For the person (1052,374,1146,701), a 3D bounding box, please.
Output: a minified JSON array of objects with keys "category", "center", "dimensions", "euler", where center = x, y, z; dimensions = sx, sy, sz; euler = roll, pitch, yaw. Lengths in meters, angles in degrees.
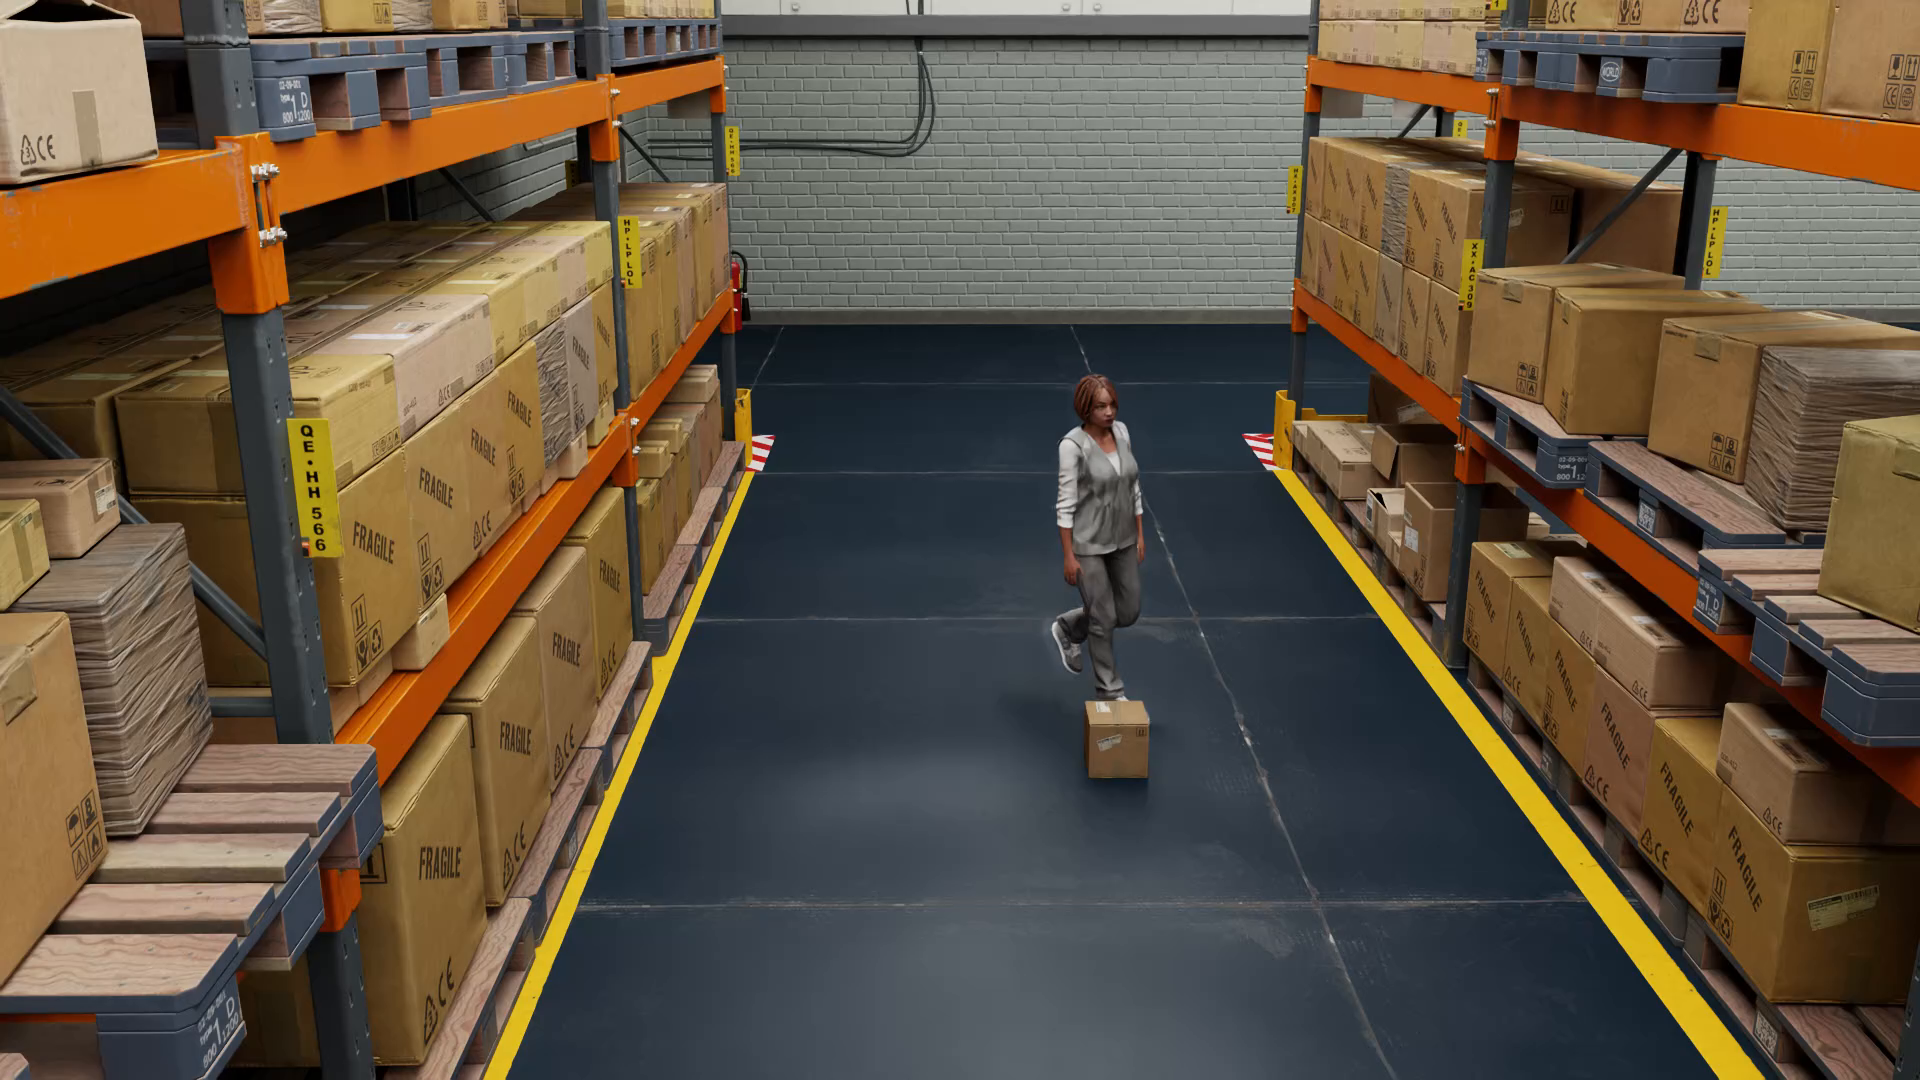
[{"category":"person","center":[0.591,0.019,7.471],"dimensions":[0.455,1.590,0.625],"euler":[-14,22,-37]}]
